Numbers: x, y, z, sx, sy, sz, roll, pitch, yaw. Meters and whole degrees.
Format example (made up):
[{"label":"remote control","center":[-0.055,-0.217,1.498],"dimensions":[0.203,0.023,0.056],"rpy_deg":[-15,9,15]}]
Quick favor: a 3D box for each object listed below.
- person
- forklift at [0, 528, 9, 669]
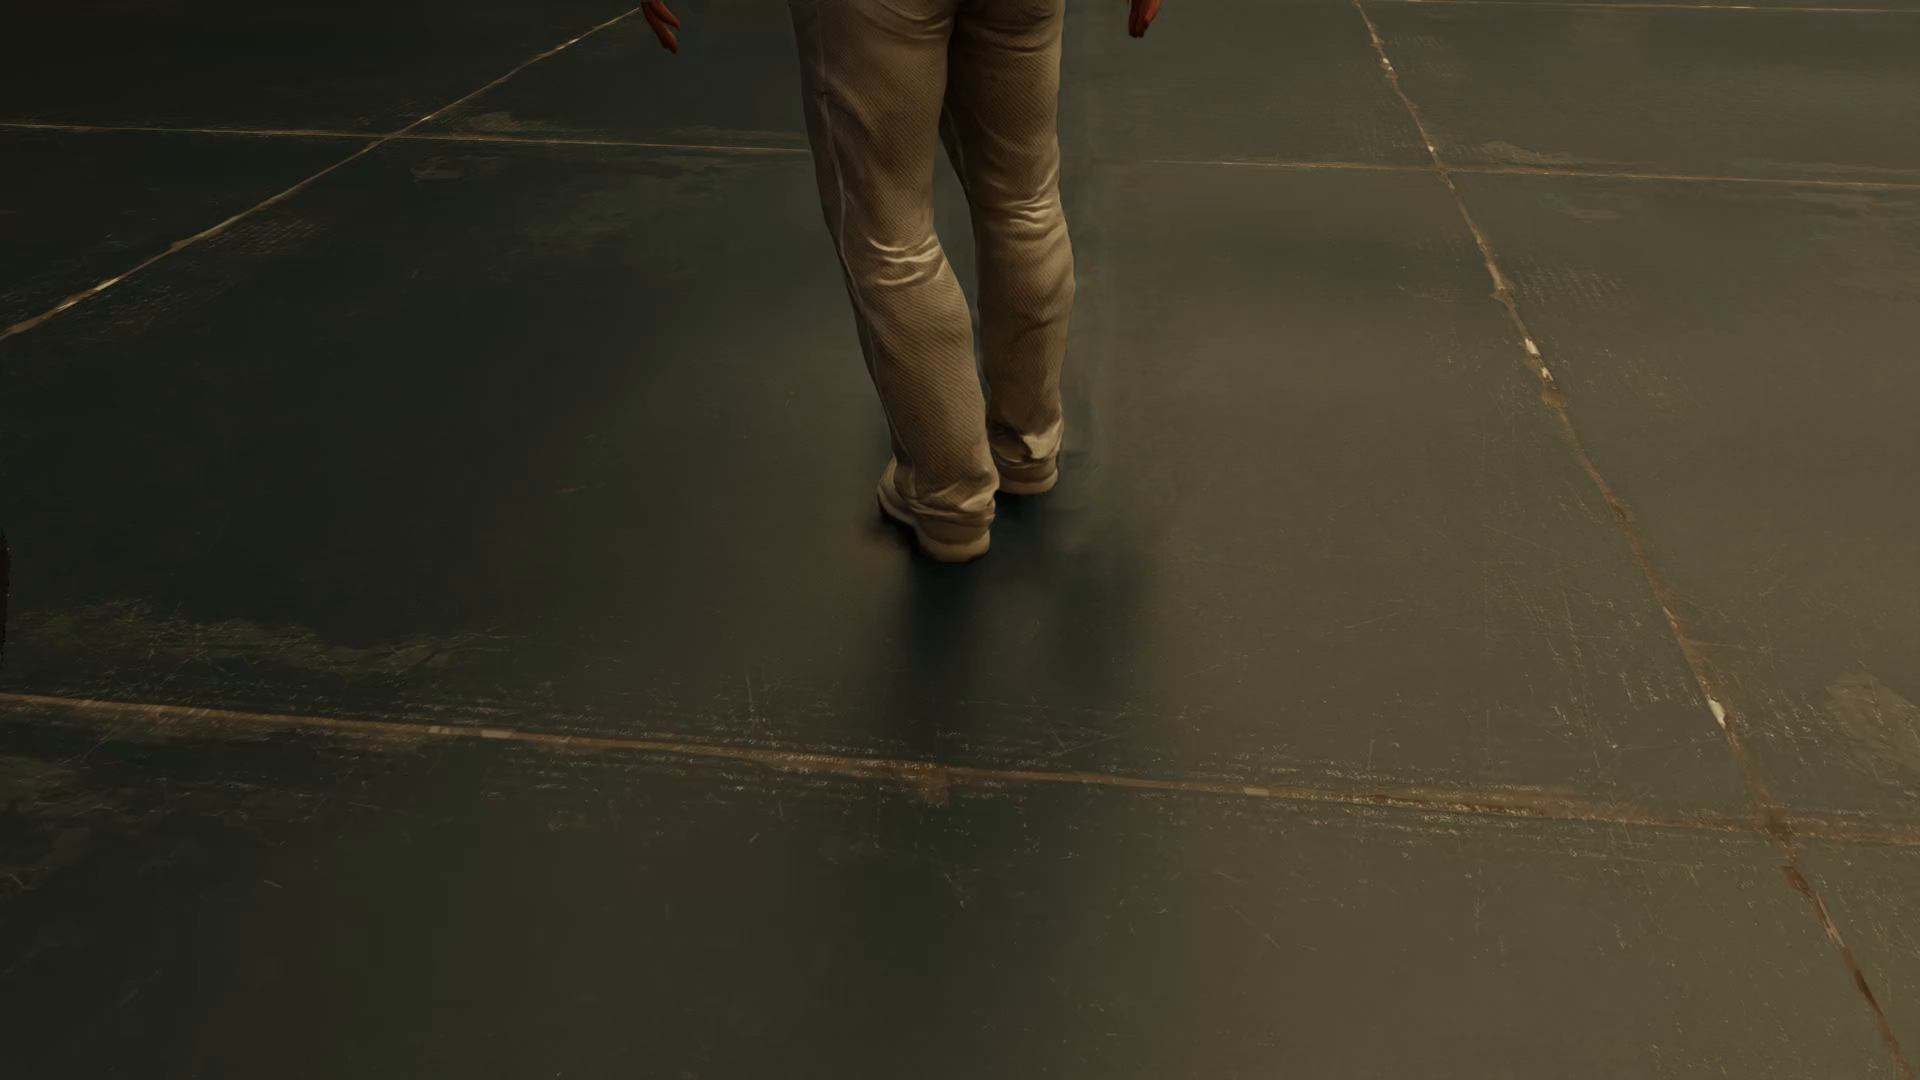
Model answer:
[{"label":"person","center":[-0.063,-0.819,2.197],"dimensions":[0.718,1.759,0.474],"rpy_deg":[-15,30,-27]},{"label":"forklift","center":[-2.492,-0.758,0.736],"dimensions":[3.031,2.935,1.130],"rpy_deg":[-12,29,-23]}]
